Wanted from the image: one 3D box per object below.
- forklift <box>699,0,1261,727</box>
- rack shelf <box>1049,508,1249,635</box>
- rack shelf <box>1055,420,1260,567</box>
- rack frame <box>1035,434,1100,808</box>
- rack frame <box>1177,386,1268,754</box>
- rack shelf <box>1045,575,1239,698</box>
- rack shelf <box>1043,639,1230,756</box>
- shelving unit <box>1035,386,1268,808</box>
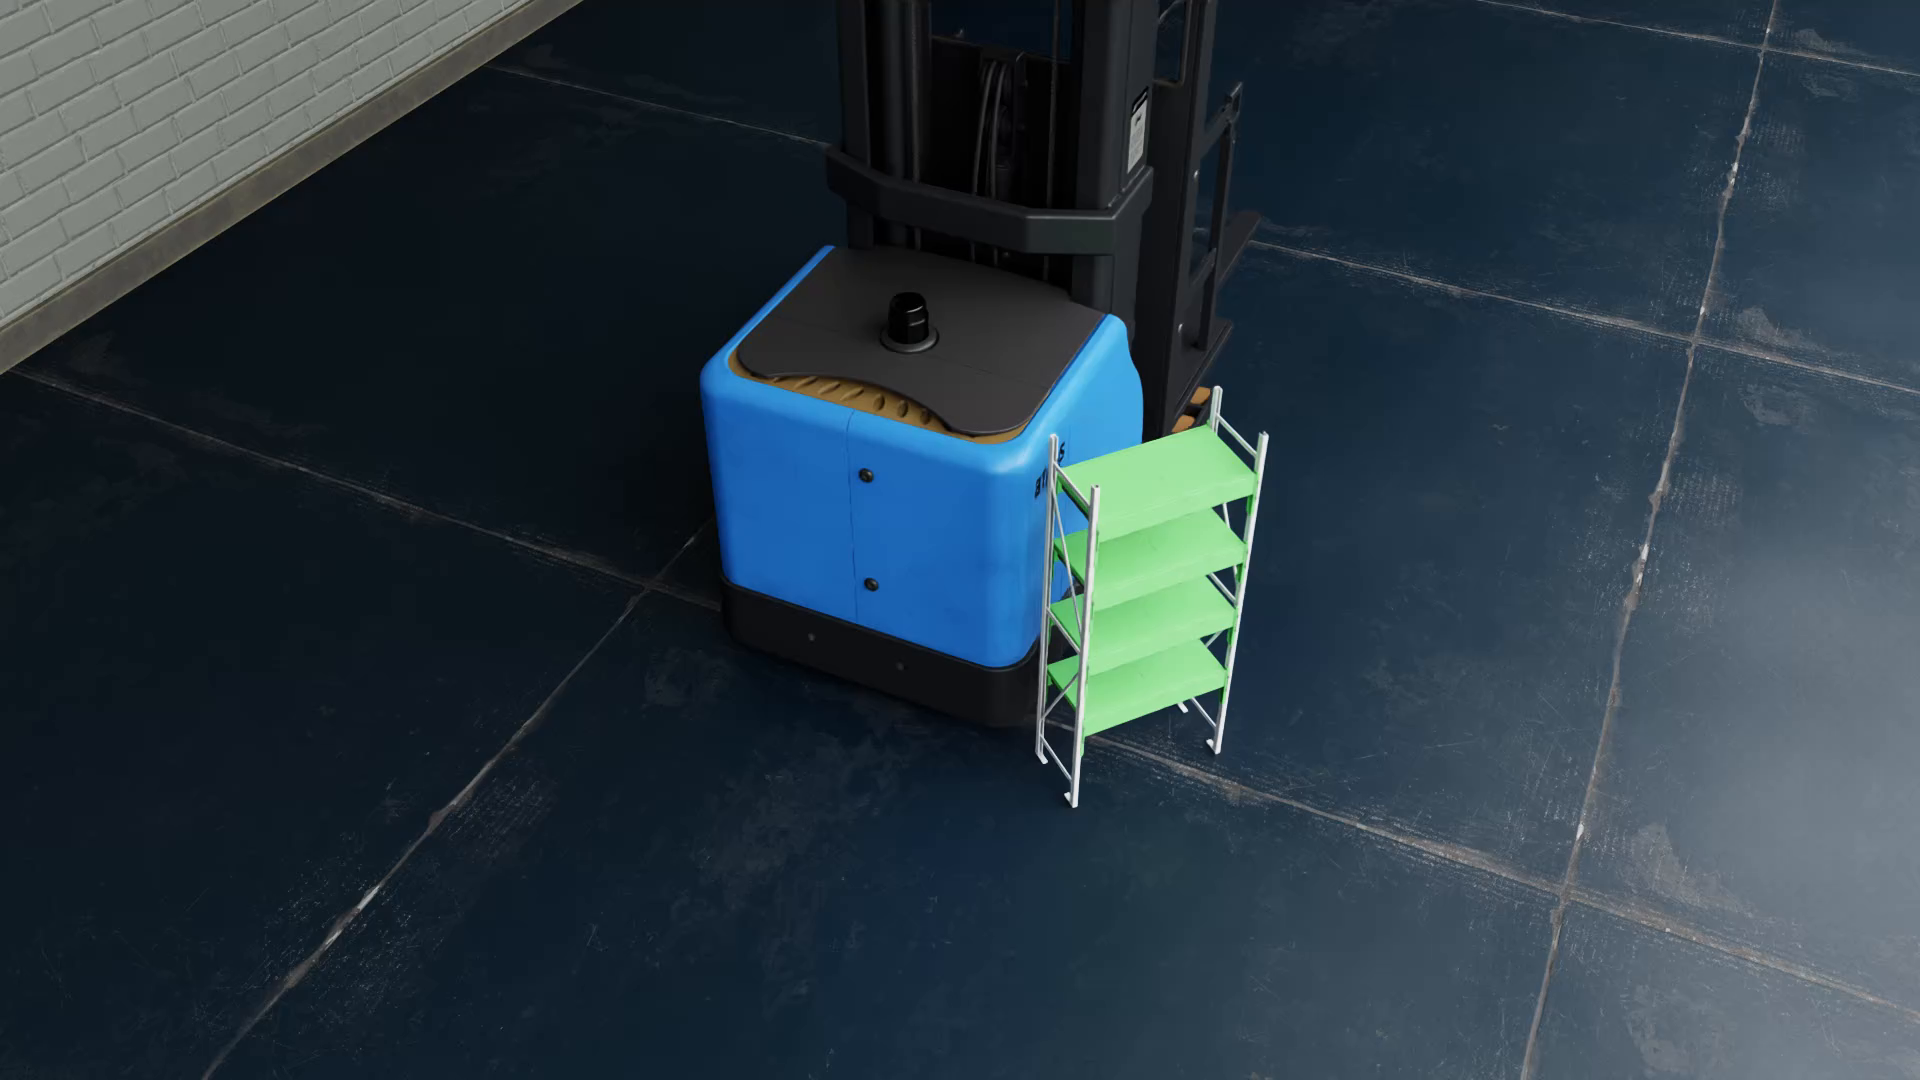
[{"bbox_3d":[0.323,-1.512,5.256,1.130,2.935,3.031,17,44,18],"label":"forklift"},{"bbox_3d":[0.505,0.054,4.502,0.480,0.148,0.258,-17,44,-19],"label":"rack shelf"},{"bbox_3d":[0.505,-0.127,4.344,0.480,0.148,0.258,-17,44,-19],"label":"rack shelf"},{"bbox_3d":[0.285,0.256,4.538,0.015,1.200,0.240,-17,44,-19],"label":"rack frame"},{"bbox_3d":[0.725,0.119,4.697,0.015,1.200,0.240,-17,44,-19],"label":"rack frame"},{"bbox_3d":[0.505,0.235,4.659,0.480,0.148,0.258,-17,44,-19],"label":"rack shelf"},{"bbox_3d":[0.505,0.417,4.817,0.480,0.148,0.258,-17,44,-19],"label":"rack shelf"},{"bbox_3d":[0.505,0.187,4.618,0.503,1.200,0.258,-17,44,-19],"label":"shelving unit"}]
